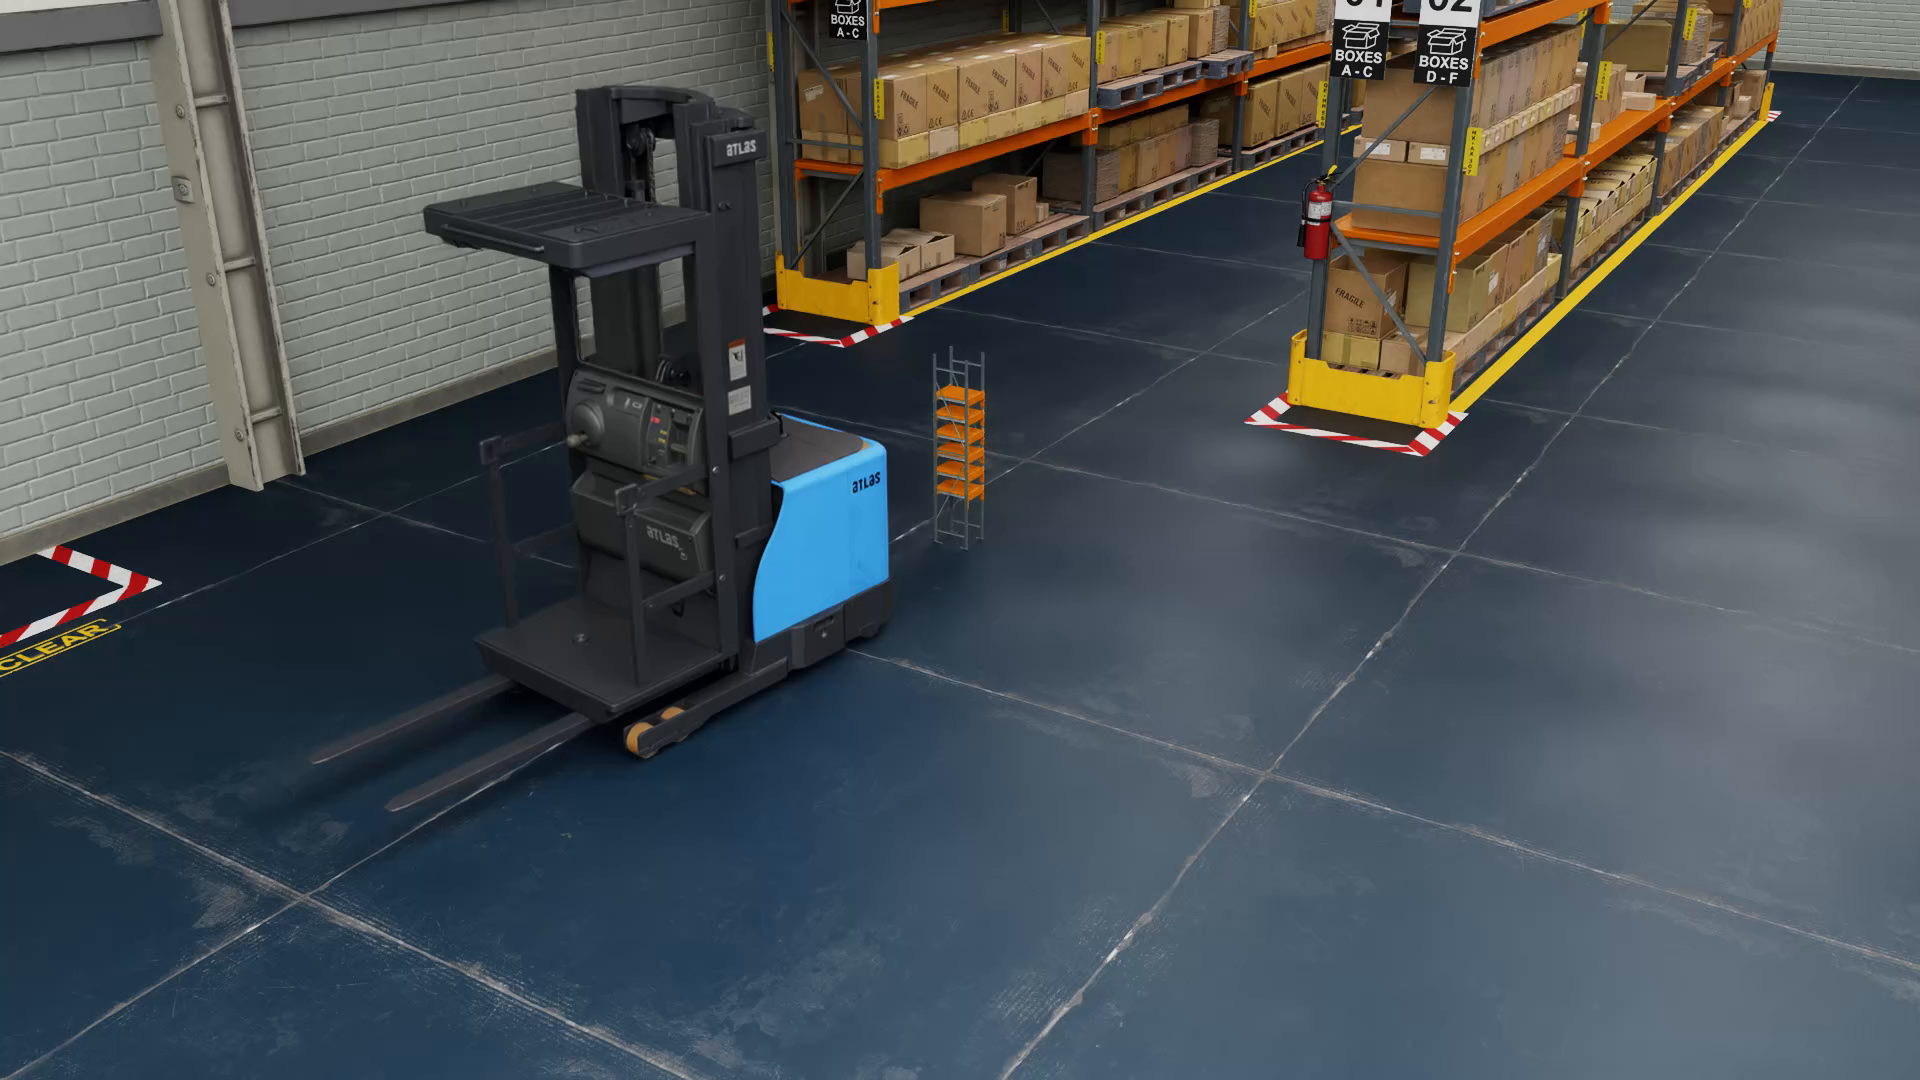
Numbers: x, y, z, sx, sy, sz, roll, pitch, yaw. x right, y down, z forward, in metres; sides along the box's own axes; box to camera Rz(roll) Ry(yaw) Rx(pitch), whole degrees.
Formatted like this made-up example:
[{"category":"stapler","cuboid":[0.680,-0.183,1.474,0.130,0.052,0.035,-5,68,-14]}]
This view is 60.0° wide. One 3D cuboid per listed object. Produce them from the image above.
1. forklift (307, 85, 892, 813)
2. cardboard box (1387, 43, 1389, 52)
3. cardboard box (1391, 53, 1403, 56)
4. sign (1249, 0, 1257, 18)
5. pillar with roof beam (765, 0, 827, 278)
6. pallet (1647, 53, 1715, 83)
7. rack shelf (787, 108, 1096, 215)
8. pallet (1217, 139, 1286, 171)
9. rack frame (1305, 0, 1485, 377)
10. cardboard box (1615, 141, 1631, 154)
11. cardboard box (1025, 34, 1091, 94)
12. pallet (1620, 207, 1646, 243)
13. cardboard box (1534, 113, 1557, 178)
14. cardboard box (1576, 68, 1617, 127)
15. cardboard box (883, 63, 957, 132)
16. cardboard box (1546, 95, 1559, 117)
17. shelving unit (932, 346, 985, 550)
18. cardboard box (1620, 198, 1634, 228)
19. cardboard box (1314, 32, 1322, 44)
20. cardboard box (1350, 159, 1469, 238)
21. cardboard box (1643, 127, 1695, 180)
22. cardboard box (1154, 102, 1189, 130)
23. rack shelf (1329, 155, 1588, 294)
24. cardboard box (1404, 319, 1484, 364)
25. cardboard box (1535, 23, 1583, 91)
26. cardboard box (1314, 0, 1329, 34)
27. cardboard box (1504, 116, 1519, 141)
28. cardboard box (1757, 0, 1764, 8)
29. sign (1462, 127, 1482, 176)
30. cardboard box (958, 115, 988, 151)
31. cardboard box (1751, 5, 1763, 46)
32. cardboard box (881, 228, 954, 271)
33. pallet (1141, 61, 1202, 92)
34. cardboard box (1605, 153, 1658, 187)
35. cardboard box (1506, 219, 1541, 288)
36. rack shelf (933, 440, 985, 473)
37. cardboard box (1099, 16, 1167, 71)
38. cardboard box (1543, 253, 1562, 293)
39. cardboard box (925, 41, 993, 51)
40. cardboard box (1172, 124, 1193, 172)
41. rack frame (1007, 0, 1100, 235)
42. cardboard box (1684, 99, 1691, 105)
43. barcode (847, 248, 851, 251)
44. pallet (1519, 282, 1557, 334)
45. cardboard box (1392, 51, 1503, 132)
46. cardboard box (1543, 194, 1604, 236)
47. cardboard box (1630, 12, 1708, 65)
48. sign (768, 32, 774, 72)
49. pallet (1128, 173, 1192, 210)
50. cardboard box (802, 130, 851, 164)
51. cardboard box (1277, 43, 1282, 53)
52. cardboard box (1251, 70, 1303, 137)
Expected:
[{"category":"forklift","cuboid":[-1.696,-0.538,7.803,1.130,2.935,3.031,18,29,36]},{"category":"cardboard box","cuboid":[6.511,-7.718,26.105,0.380,0.149,0.250,14,27,29]},{"category":"cardboard box","cuboid":[6.750,-7.423,26.240,0.700,0.500,0.500,14,27,29]},{"category":"sign","cuboid":[3.544,-6.488,20.104,0.100,0.325,0.005,14,27,29]},{"category":"pillar with roof beam","cuboid":[2.150,-5.672,12.025,9.100,9.000,0.400,14,27,29]},{"category":"pallet","cuboid":[8.310,-5.636,19.735,1.003,0.211,1.213,14,27,29]},{"category":"rack shelf","cuboid":[-0.087,-3.749,16.039,1.077,0.370,4.000,14,27,29]},{"category":"pallet","cuboid":[3.558,-5.074,21.706,1.003,0.211,1.213,14,27,29]},{"category":"rack frame","cuboid":[3.068,-2.367,11.941,1.000,3.000,0.127,14,27,29]},{"category":"cardboard box","cuboid":[7.582,-4.487,19.431,0.500,0.500,0.500,15,28,31]},{"category":"cardboard box","cuboid":[0.981,-4.814,16.814,0.500,0.500,0.500,14,27,29]},{"category":"pallet","cuboid":[6.821,-3.518,18.110,1.003,0.211,1.213,14,27,29]},{"category":"cardboard box","cuboid":[4.677,-3.432,14.277,0.700,0.500,0.500,14,27,28]},{"category":"cardboard box","cuboid":[6.139,-4.365,16.432,0.500,0.500,0.500,14,27,29]},{"category":"cardboard box","cuboid":[-0.366,-3.951,14.821,0.500,0.500,0.500,14,27,29]},{"category":"cardboard box","cuboid":[4.811,-3.663,13.993,0.380,0.149,0.250,14,27,29]},{"category":"shelving unit","cuboid":[-0.008,-0.546,10.000,0.258,1.200,0.189,14,27,29]},{"category":"cardboard box","cuboid":[6.681,-3.425,17.319,0.500,0.250,0.500,15,27,30]},{"category":"cardboard box","cuboid":[4.687,-6.836,22.556,0.380,0.149,0.250,14,27,29]},{"category":"cardboard box","cuboid":[3.325,-2.568,12.279,0.700,0.500,0.500,14,27,29]},{"category":"cardboard box","cuboid":[8.311,-4.562,19.604,0.500,0.500,0.500,13,27,28]},{"category":"cardboard box","cuboid":[2.388,-5.069,19.833,0.500,0.250,0.500,14,27,30]},{"category":"rack shelf","cuboid":[4.123,-2.712,13.644,1.077,0.370,4.000,14,27,29]},{"category":"cardboard box","cuboid":[3.801,-1.602,13.106,0.500,0.250,0.500,14,27,29]},{"category":"cardboard box","cuboid":[4.950,-4.207,14.433,0.700,0.500,0.500,14,27,29]},{"category":"cardboard box","cuboid":[4.626,-7.095,22.337,0.500,0.500,0.500,14,27,29]},{"category":"cardboard box","cuboid":[4.136,-3.233,13.000,0.380,0.149,0.250,13,27,28]},{"category":"cardboard box","cuboid":[10.429,-7.369,22.113,0.500,0.500,0.500,13,27,27]},{"category":"sign","cuboid":[3.537,-2.682,11.480,0.100,0.325,0.005,14,27,29]},{"category":"cardboard box","cuboid":[-0.079,-3.791,15.395,0.500,0.250,0.500,13,27,28]},{"category":"cardboard box","cuboid":[10.432,-6.920,22.332,0.500,0.500,0.500,14,27,29]},{"category":"cardboard box","cuboid":[-0.400,-2.779,15.724,0.500,0.311,0.500,16,28,33]},{"category":"pallet","cuboid":[2.068,-5.339,19.049,1.003,0.211,1.213,14,27,29]},{"category":"cardboard box","cuboid":[7.221,-4.027,18.002,0.500,0.311,0.500,15,27,30]},{"category":"cardboard box","cuboid":[4.585,-2.454,14.131,0.500,0.500,0.500,14,27,29]},{"category":"rack shelf","cuboid":[-0.008,-0.505,10.018,0.258,0.103,0.180,14,27,29]},{"category":"cardboard box","cuboid":[1.887,-5.582,18.689,0.700,0.500,0.500,18,29,36]},{"category":"cardboard box","cuboid":[5.119,-2.445,15.056,0.500,0.250,0.500,14,27,29]},{"category":"cardboard box","cuboid":[-0.001,-4.582,16.279,0.500,0.500,0.500,15,27,30]},{"category":"cardboard box","cuboid":[2.372,-4.755,20.051,0.700,0.500,0.500,14,27,29]},{"category":"rack frame","cuboid":[0.968,-4.754,17.455,1.000,3.000,0.127,14,27,29]},{"category":"cardboard box","cuboid":[9.458,-5.723,22.288,0.500,0.500,0.500,14,27,29]},{"category":"barcode","cuboid":[-1.031,-2.680,15.485,0.001,0.075,0.075,14,27,29]},{"category":"pallet","cuboid":[4.723,-2.178,15.014,1.003,0.211,1.213,14,27,29]},{"category":"cardboard box","cuboid":[3.626,-3.359,12.476,0.700,0.500,0.500,13,27,28]},{"category":"cardboard box","cuboid":[5.876,-3.160,16.001,0.500,0.311,0.500,14,27,28]},{"category":"cardboard box","cuboid":[8.169,-5.810,19.241,0.700,0.500,0.500,20,31,39]},{"category":"sign","cuboid":[-1.603,-4.203,14.328,0.100,0.325,0.005,14,27,29]},{"category":"pallet","cuboid":[2.020,-4.150,19.572,1.003,0.211,1.213,14,27,29]},{"category":"cardboard box","cuboid":[-1.060,-3.542,14.821,0.500,0.250,0.500,14,27,30]},{"category":"cardboard box","cuboid":[3.958,-6.416,21.585,0.380,0.149,0.250,15,27,30]},{"category":"cardboard box","cuboid":[4.045,-5.825,22.107,0.750,0.750,0.750,14,27,29]}]
